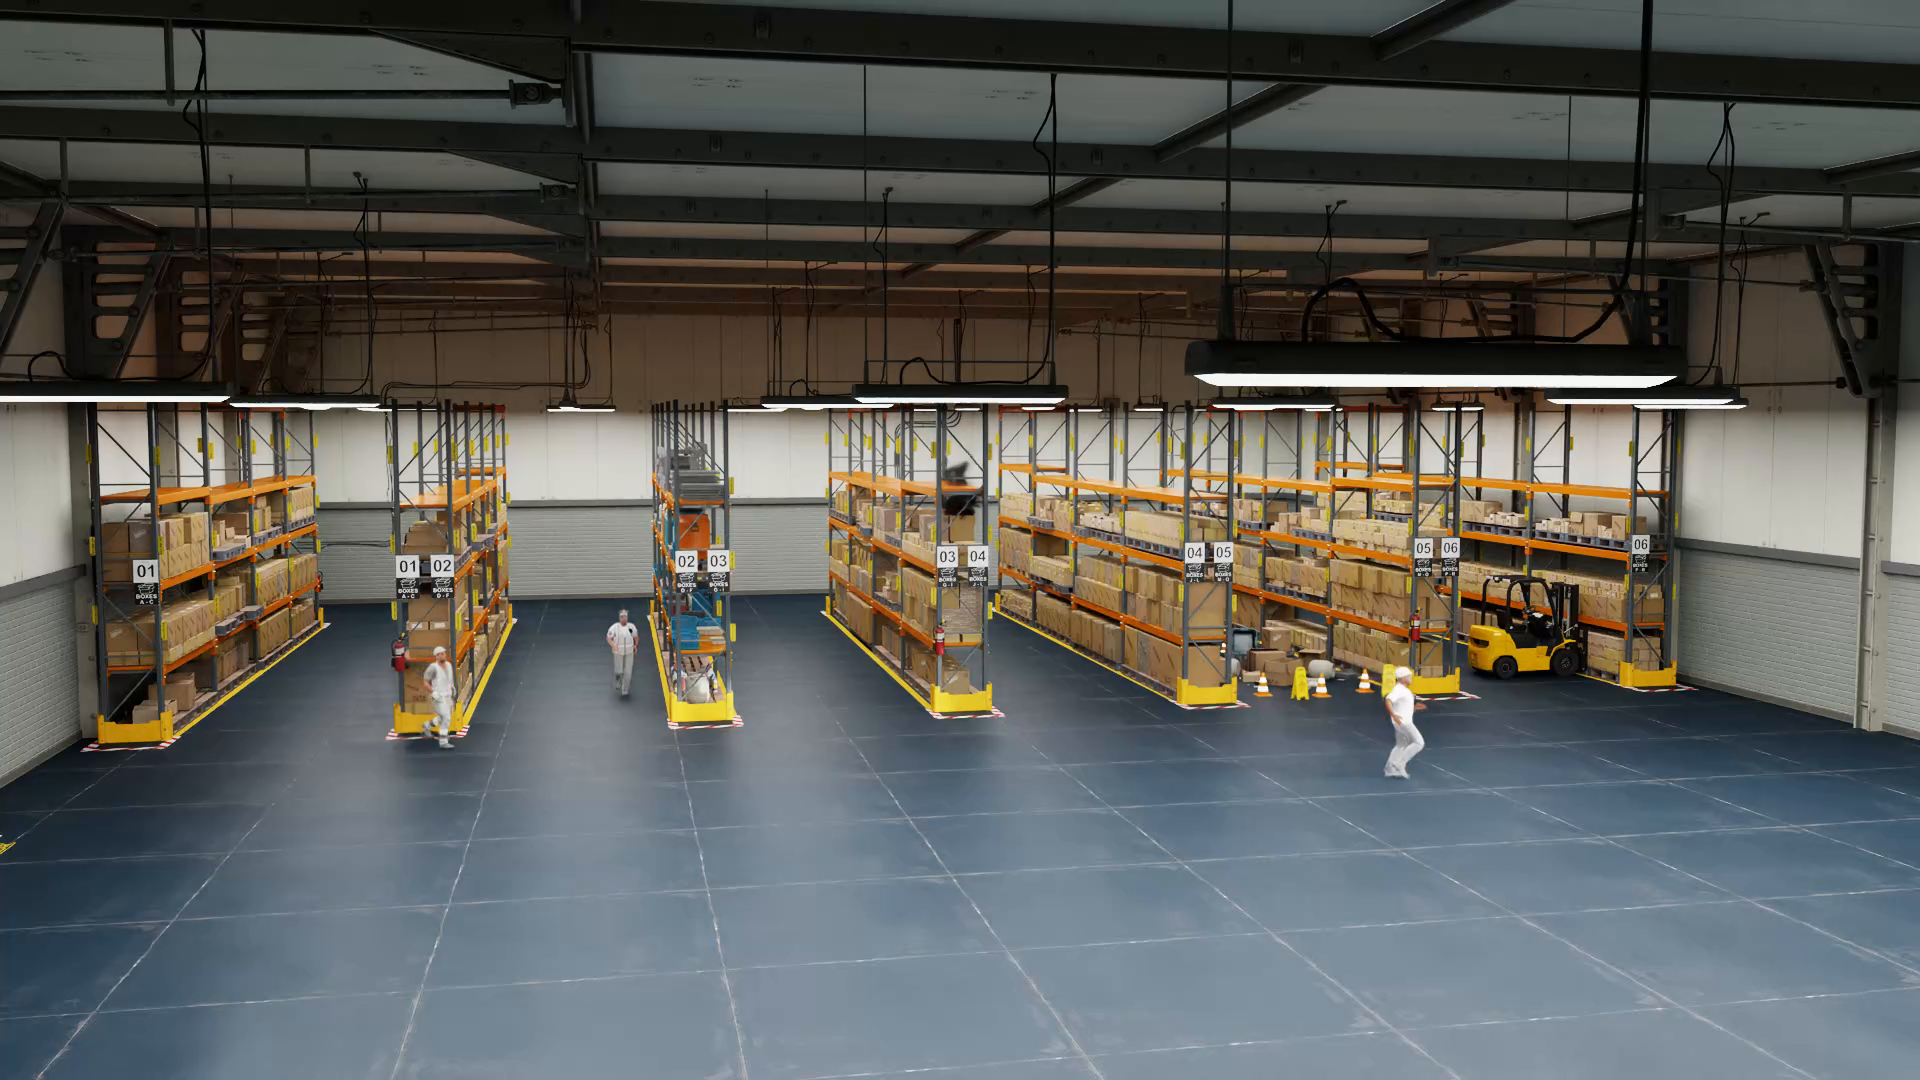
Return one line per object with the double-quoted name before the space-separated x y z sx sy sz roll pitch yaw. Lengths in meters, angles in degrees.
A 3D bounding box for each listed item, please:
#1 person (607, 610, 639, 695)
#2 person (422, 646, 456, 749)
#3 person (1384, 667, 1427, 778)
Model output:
"person" -6.895 2.285 34.081 0.649 1.737 0.595 -2 5 -20
"person" -8.986 2.690 28.599 0.718 1.755 0.662 2 5 26
"person" 6.998 2.868 26.145 0.662 1.737 0.691 1 4 12
